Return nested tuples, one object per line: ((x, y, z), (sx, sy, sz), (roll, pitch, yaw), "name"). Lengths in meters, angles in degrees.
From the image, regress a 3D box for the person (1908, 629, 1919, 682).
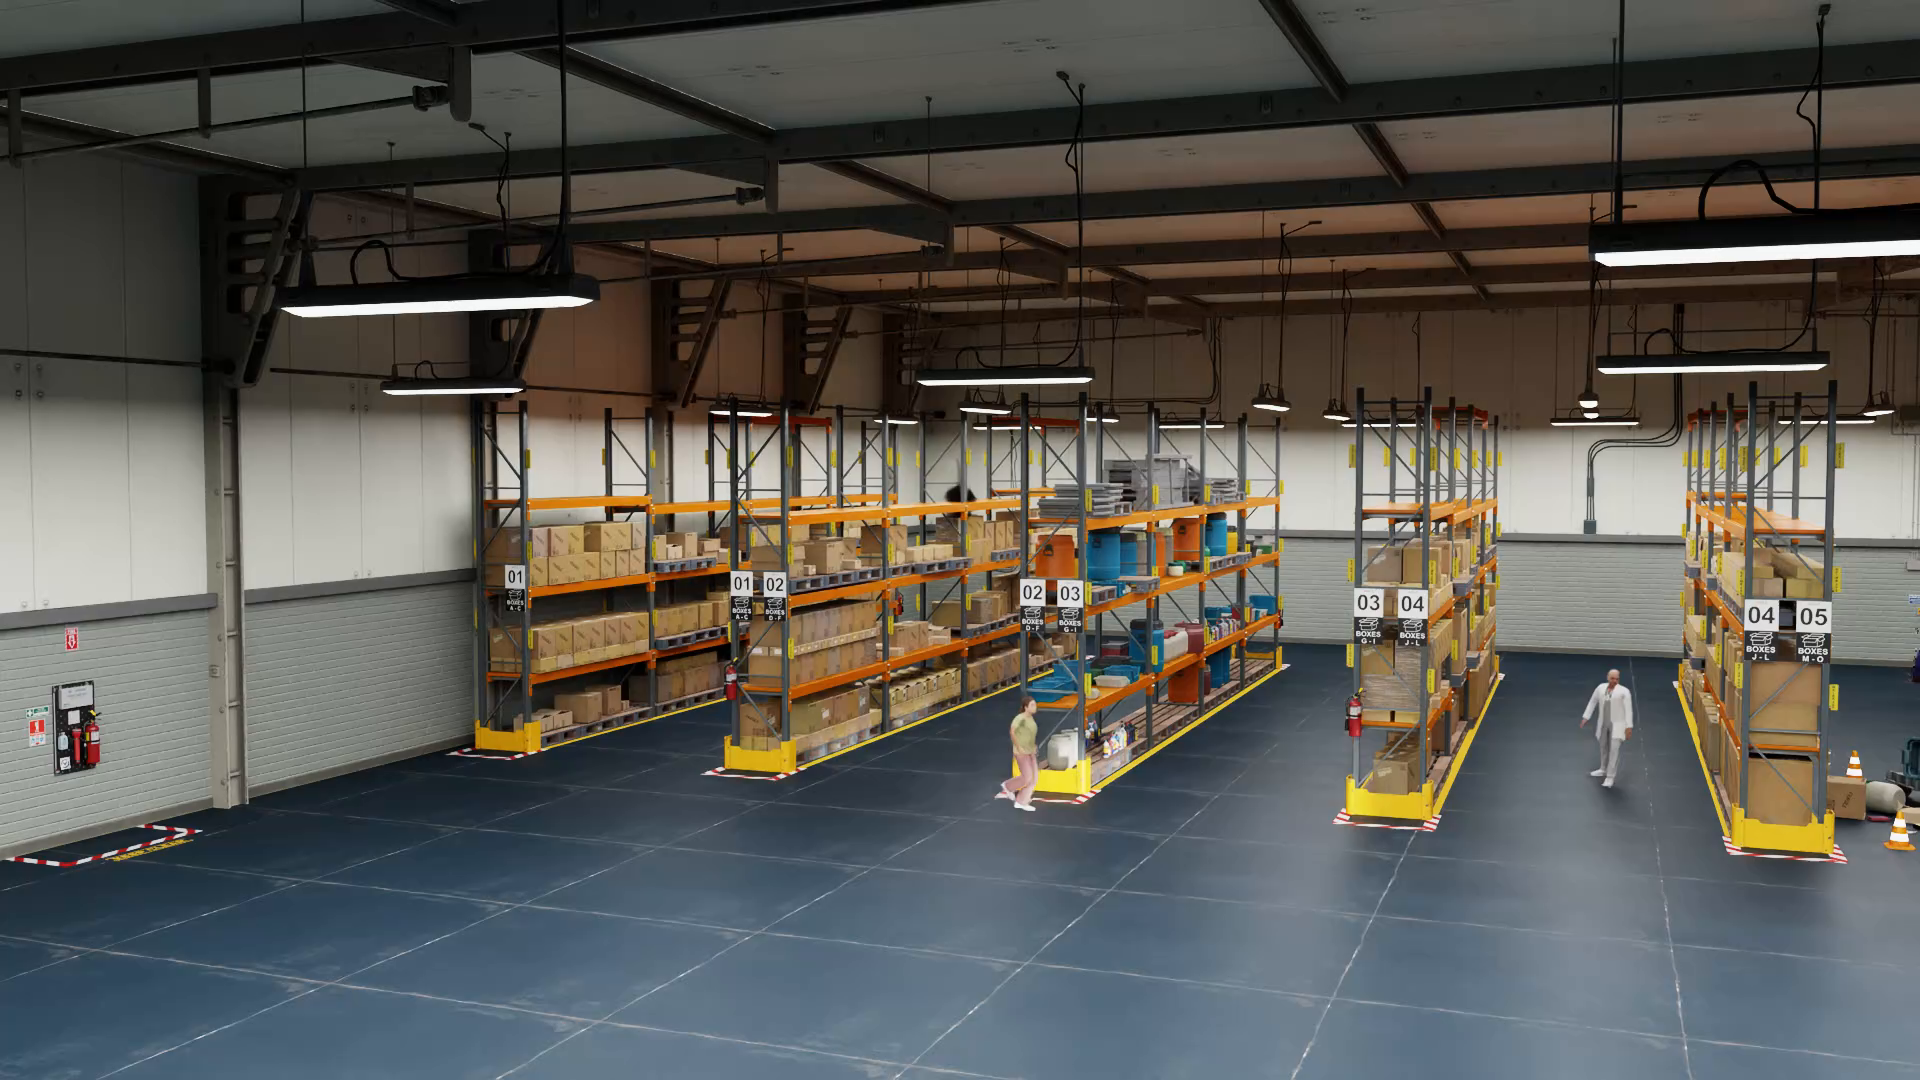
((21.655, 2.369, 37.102), (0.880, 1.641, 0.598), (0, 3, 0), "person")

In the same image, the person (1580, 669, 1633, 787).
((10.037, 2.875, 25.751), (0.828, 1.777, 0.756), (-2, 4, -40), "person")

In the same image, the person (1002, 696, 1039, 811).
((0.839, 3.055, 23.788), (0.568, 1.618, 0.602), (2, 3, 37), "person")

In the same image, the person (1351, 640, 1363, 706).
((8.092, 2.505, 33.102), (0.659, 1.752, 0.717), (1, 3, 16), "person")
